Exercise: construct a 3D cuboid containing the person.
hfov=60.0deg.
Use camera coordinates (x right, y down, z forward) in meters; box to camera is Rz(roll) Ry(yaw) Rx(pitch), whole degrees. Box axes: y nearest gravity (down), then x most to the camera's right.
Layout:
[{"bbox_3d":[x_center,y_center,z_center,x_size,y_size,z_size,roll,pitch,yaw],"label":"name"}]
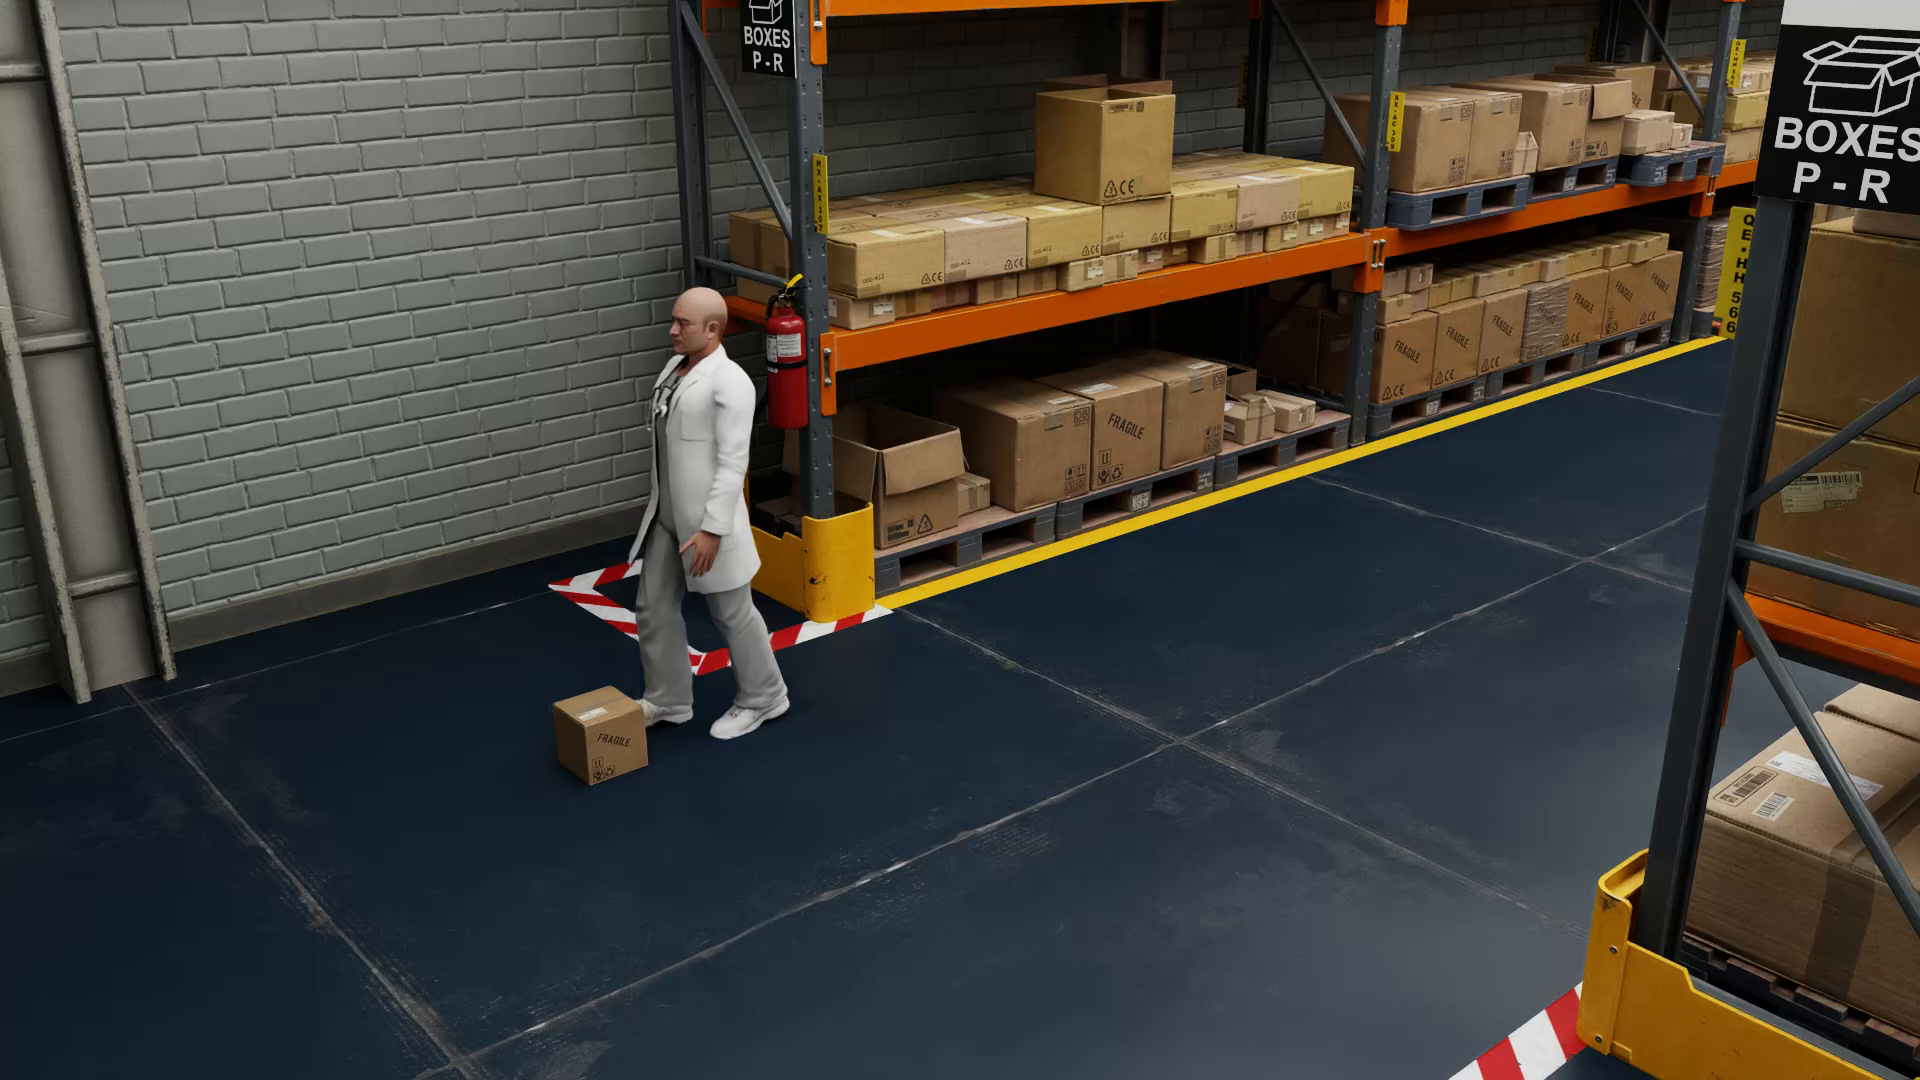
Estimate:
[{"bbox_3d":[-1.014,-0.059,6.326,0.688,1.759,0.569,-16,26,-37],"label":"person"}]
